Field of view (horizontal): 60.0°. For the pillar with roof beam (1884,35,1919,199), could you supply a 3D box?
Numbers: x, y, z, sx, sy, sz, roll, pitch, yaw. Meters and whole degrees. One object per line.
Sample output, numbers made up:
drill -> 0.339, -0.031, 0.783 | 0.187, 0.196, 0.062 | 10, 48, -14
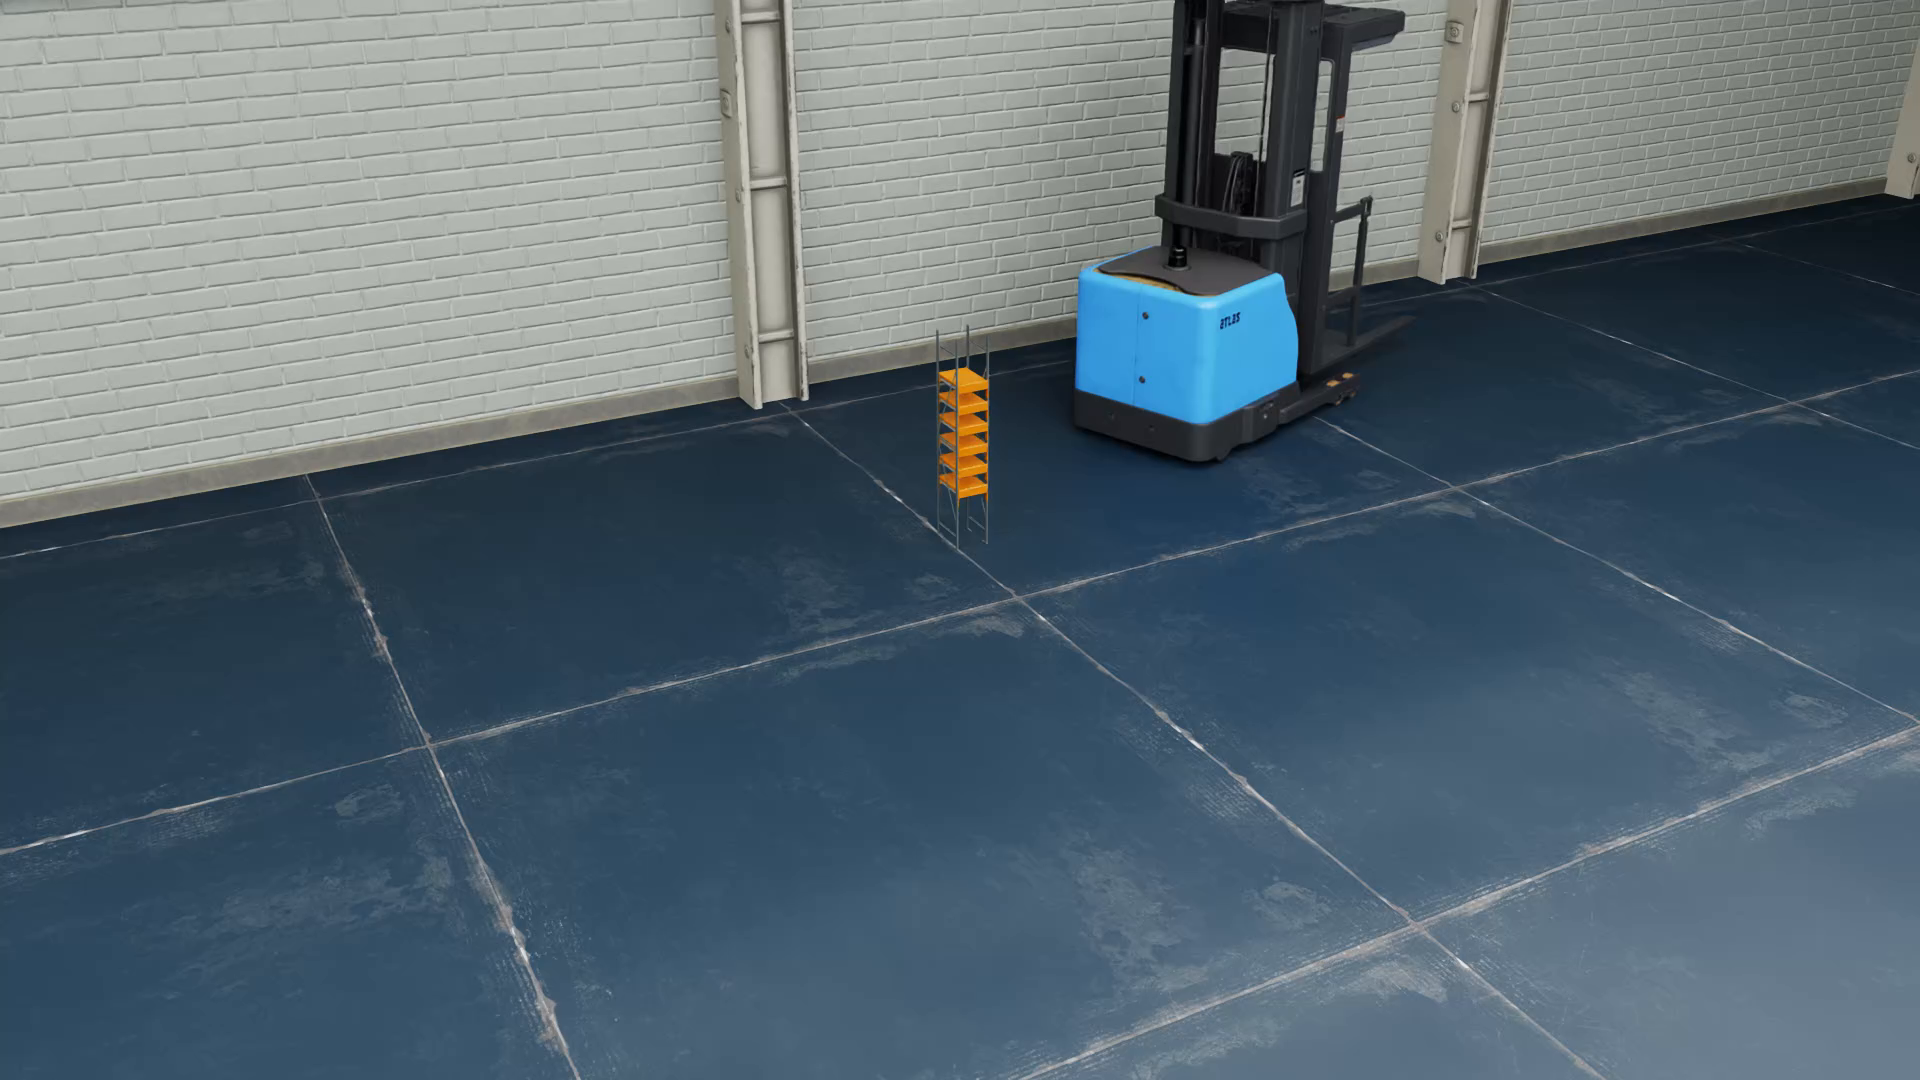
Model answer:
pillar with roof beam -> 11.352, -5.824, 10.983 | 0.400, 9.000, 9.100 | -13, 29, -25

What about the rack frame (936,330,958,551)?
rack frame -> -0.068, -0.525, 8.958 | 0.006, 1.200, 0.240 | -13, 29, -25

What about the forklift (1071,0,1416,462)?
forklift -> 2.070, -2.352, 10.763 | 1.130, 2.935, 3.031 | 21, 33, 37

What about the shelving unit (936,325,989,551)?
shelving unit -> 0.013, -0.544, 8.996 | 0.189, 1.200, 0.258 | -13, 29, -25

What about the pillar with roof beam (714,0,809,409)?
pillar with roof beam -> 0.763, -3.380, 5.892 | 0.400, 9.000, 9.100 | -13, 29, -25

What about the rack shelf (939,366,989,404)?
rack shelf -> 0.013, -0.828, 8.860 | 0.180, 0.103, 0.258 | -13, 29, -25

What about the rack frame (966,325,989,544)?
rack frame -> 0.094, -0.562, 9.035 | 0.006, 1.200, 0.240 | -13, 29, -25

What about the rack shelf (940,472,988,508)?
rack shelf -> 0.013, -0.287, 9.120 | 0.180, 0.103, 0.258 | -13, 29, -25

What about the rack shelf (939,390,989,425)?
rack shelf -> 0.013, -0.720, 8.912 | 0.180, 0.103, 0.258 | -13, 29, -25

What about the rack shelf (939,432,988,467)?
rack shelf -> 0.013, -0.504, 9.016 | 0.180, 0.103, 0.258 | -13, 29, -25

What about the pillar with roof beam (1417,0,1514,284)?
pillar with roof beam -> 6.057, -4.602, 8.438 | 0.400, 9.000, 9.100 | -13, 29, -25

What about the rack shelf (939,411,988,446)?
rack shelf -> 0.013, -0.612, 8.964 | 0.180, 0.103, 0.258 | -13, 29, -25

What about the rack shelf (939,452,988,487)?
rack shelf -> 0.013, -0.396, 9.068 | 0.180, 0.103, 0.258 | -13, 29, -25
